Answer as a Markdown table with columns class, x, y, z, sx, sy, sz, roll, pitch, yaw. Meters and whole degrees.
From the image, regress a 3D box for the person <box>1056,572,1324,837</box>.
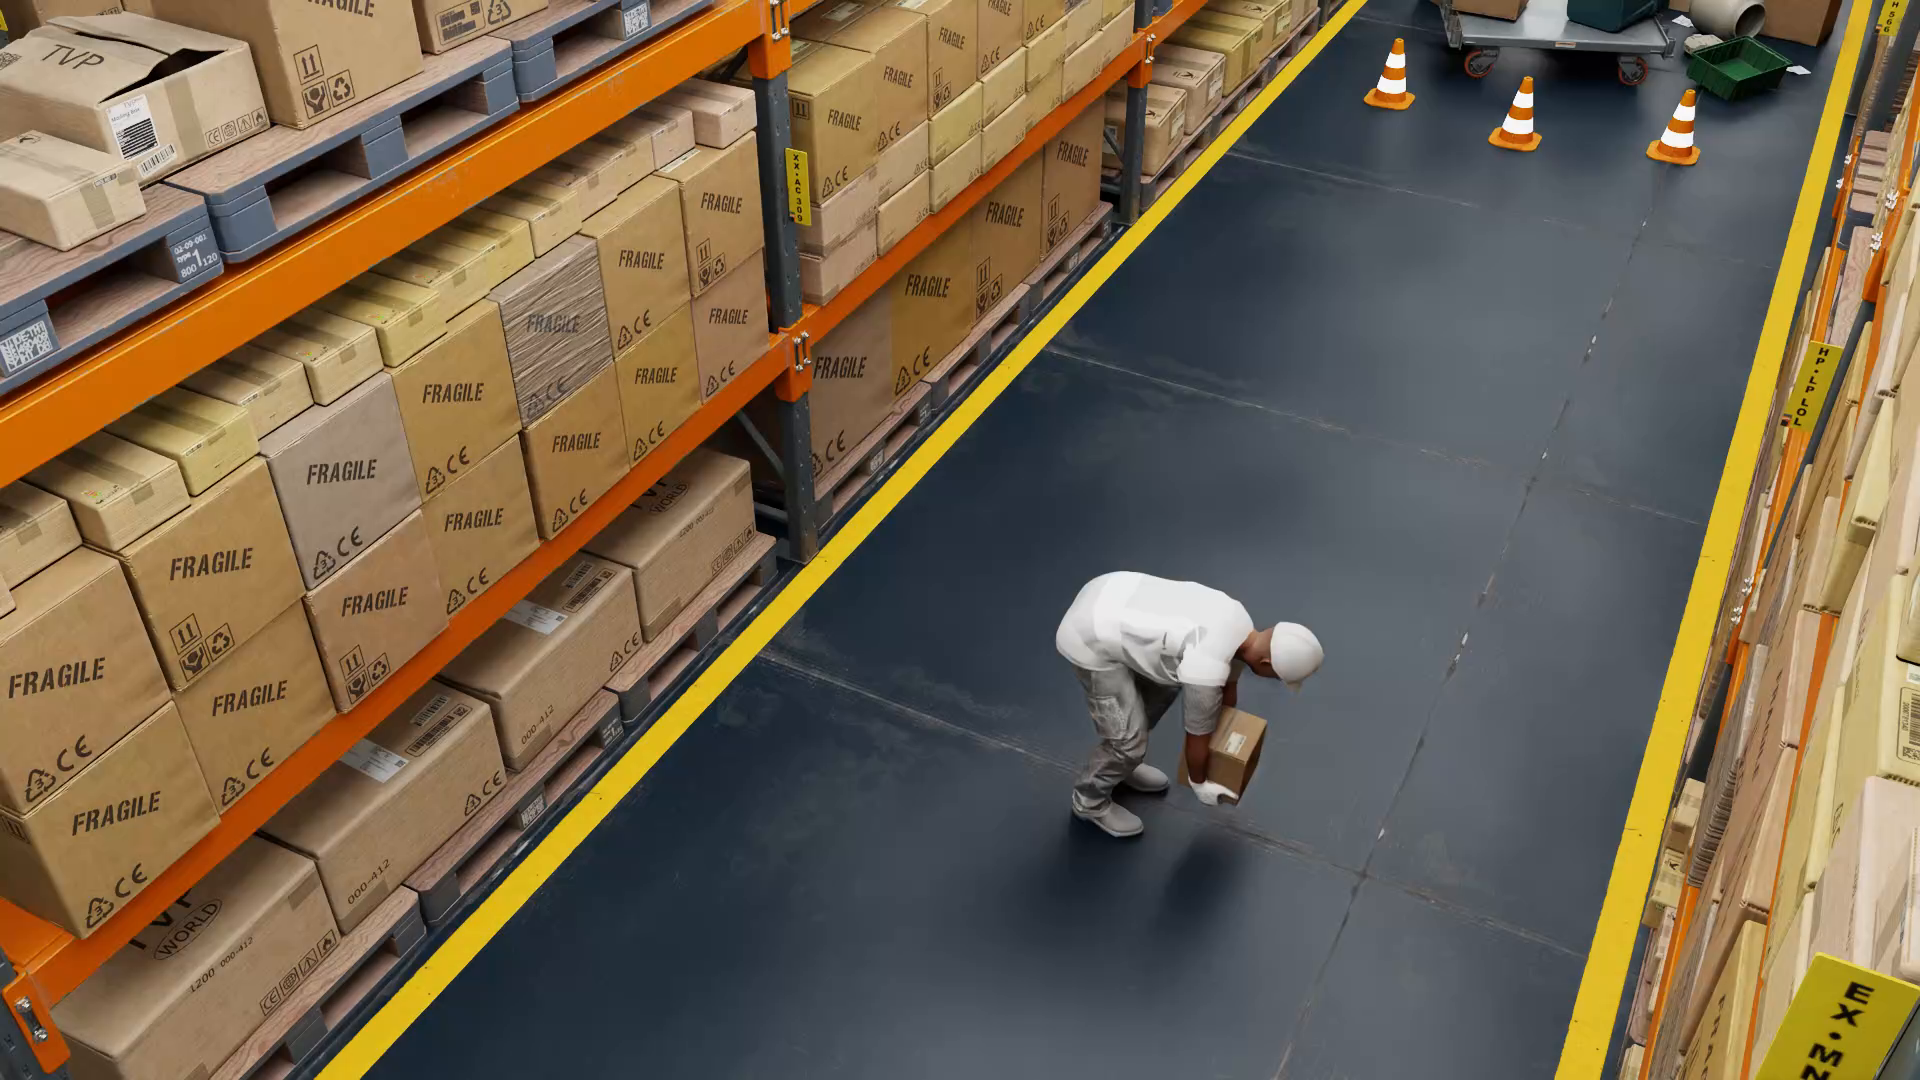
| class | x | y | z | sx | sy | sz | roll | pitch | yaw |
| --- | --- | --- | --- | --- | --- | --- | --- | --- | --- |
| person | 0.850 | 0.664 | 6.392 | 0.985 | 1.144 | 0.501 | 16 | 40 | 20 |
